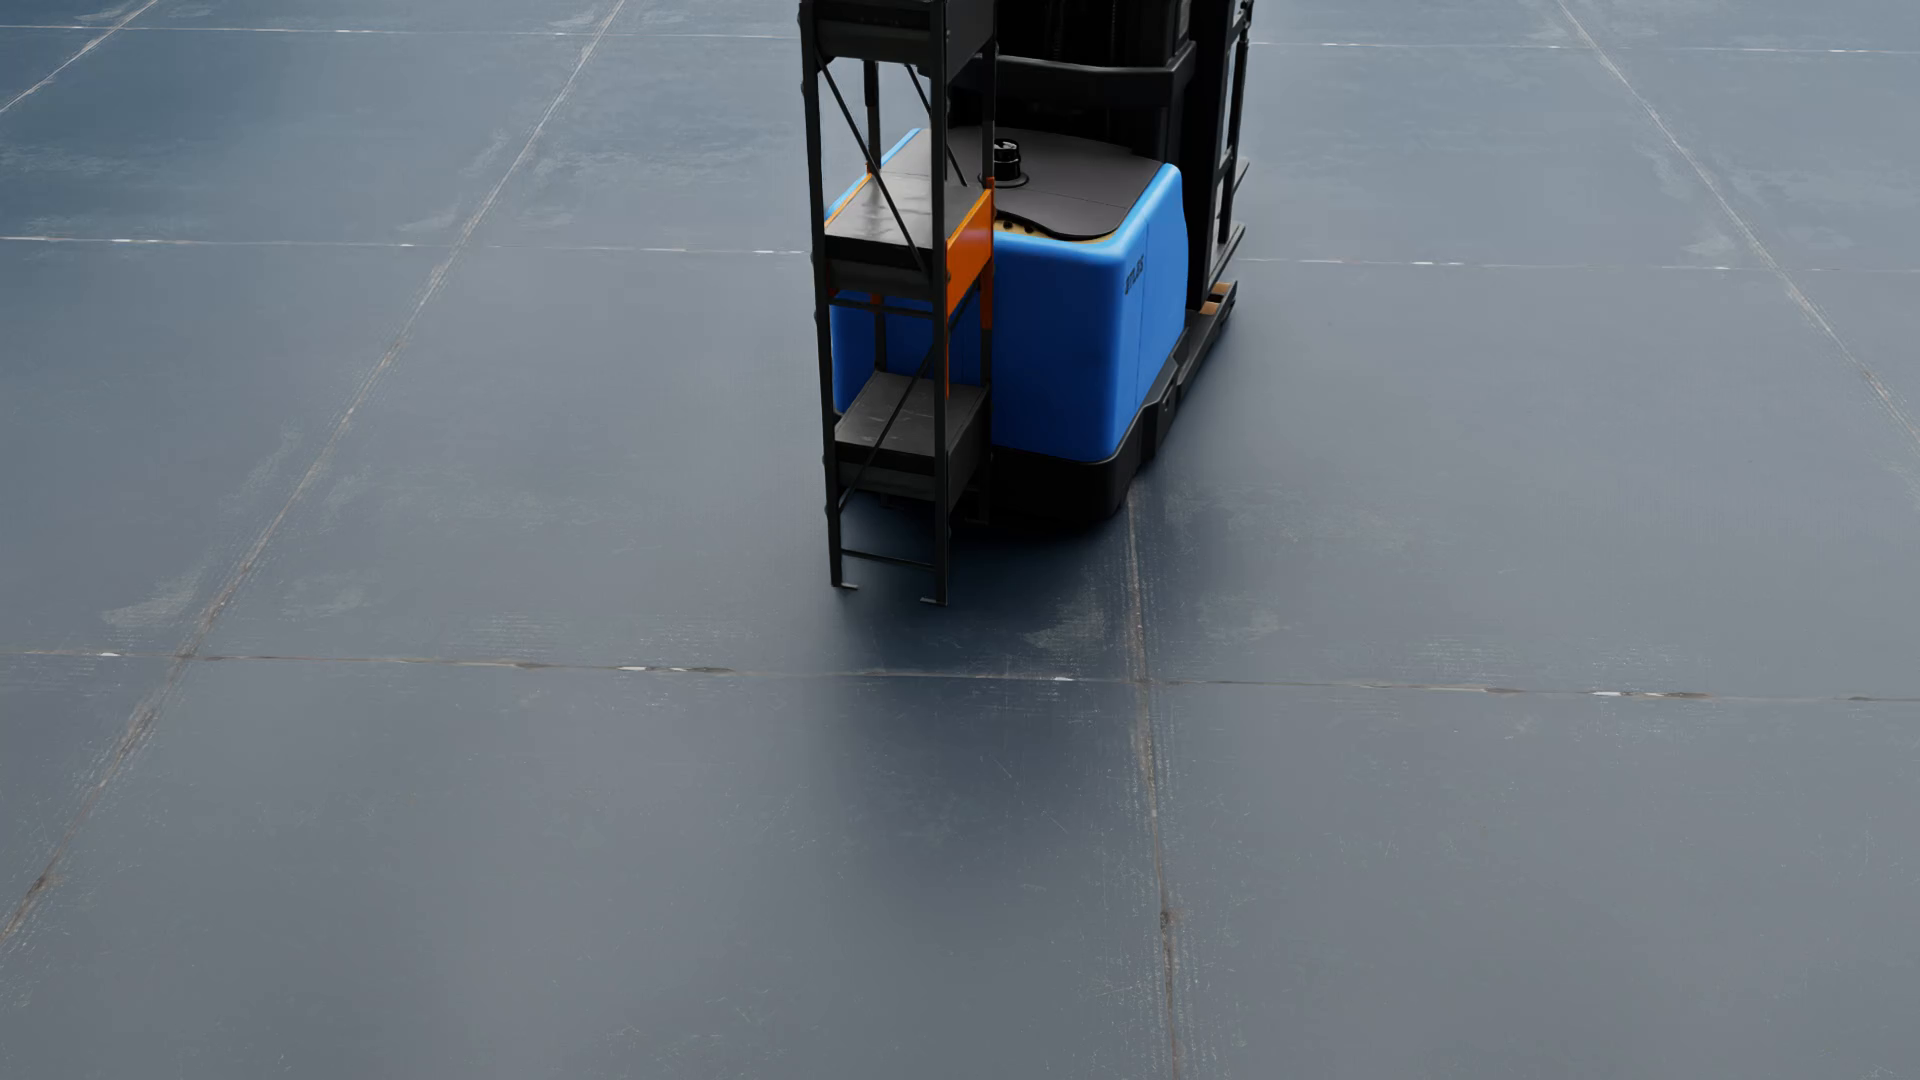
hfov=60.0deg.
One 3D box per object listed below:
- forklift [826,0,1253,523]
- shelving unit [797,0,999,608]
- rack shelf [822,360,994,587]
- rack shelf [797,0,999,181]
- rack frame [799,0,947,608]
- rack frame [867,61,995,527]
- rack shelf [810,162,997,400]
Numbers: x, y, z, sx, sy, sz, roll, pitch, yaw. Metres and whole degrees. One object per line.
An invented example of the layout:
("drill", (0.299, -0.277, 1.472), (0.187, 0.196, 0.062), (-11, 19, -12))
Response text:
("forklift", (0.535, -2.100, 6.189), (1.130, 2.935, 3.031), (12, 37, 17))
("shelving unit", (-0.162, -0.810, 5.076), (0.431, 2.100, 0.503), (10, 36, 14))
("rack shelf", (-0.162, -0.226, 5.486), (0.431, 0.518, 0.480), (10, 36, 14))
("rack shelf", (-0.162, -1.371, 4.681), (0.431, 0.518, 0.480), (10, 36, 14))
("rack frame", (-0.234, -0.676, 4.885), (0.400, 2.100, 0.015), (10, 36, 14))
("rack frame", (-0.089, -0.944, 5.267), (0.400, 2.100, 0.015), (10, 36, 14))
("rack shelf", (-0.162, -0.799, 5.084), (0.431, 0.518, 0.480), (10, 36, 14))
